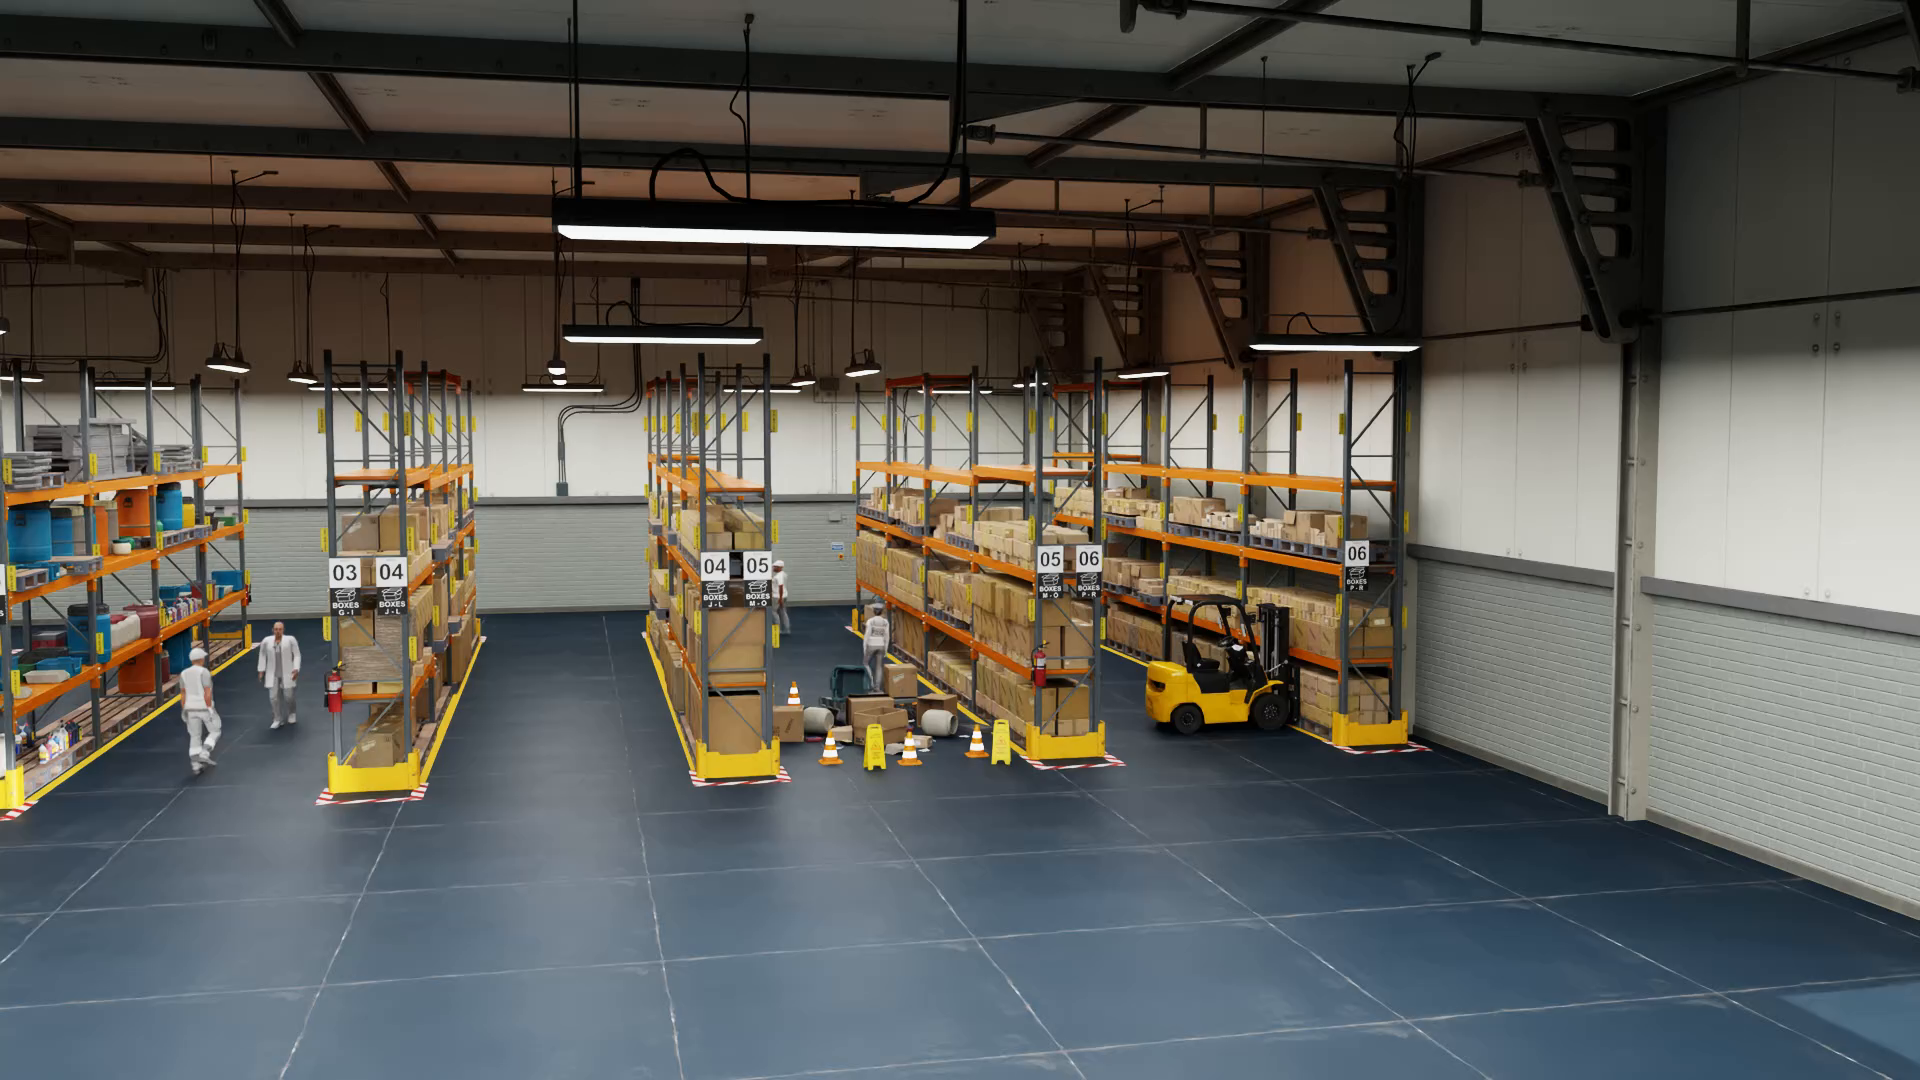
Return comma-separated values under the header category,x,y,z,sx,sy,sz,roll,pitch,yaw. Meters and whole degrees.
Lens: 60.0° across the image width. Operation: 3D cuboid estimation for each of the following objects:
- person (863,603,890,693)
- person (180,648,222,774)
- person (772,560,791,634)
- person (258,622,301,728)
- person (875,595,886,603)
category,x,y,z,sx,sy,sz,roll,pitch,yaw
person,-1.556,2.012,30.830,0.523,1.676,0.394,-1,4,-17
person,-10.934,2.447,23.867,0.572,1.775,0.509,0,4,0
person,-4.290,1.390,39.572,0.556,1.813,0.622,1,4,9
person,-11.324,2.269,27.688,0.680,1.657,0.687,-1,4,-16
person,-2.022,1.118,43.397,1.021,1.729,0.529,-3,5,-32
